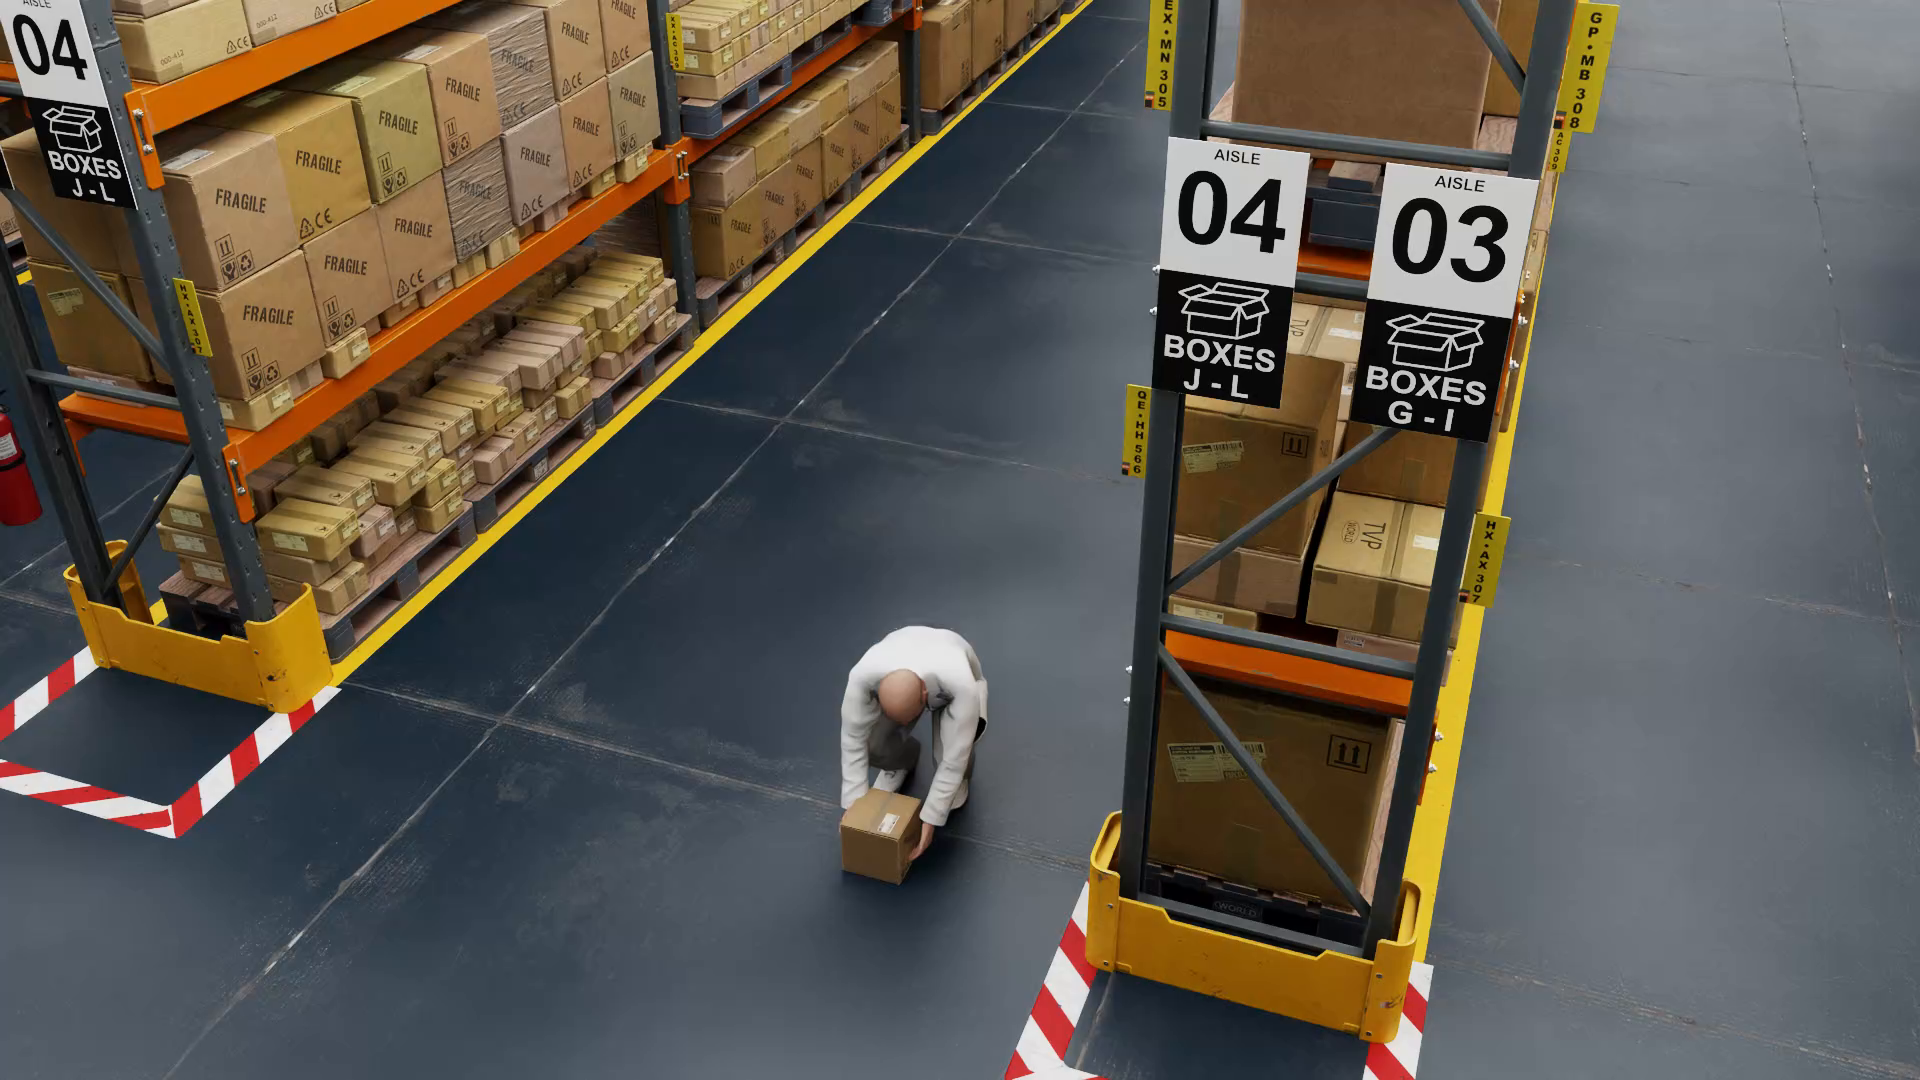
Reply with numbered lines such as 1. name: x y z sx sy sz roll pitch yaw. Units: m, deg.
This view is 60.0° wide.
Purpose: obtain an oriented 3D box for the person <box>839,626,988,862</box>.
1. person: -0.174 0.724 6.826 0.603 0.918 0.906 10 34 16
